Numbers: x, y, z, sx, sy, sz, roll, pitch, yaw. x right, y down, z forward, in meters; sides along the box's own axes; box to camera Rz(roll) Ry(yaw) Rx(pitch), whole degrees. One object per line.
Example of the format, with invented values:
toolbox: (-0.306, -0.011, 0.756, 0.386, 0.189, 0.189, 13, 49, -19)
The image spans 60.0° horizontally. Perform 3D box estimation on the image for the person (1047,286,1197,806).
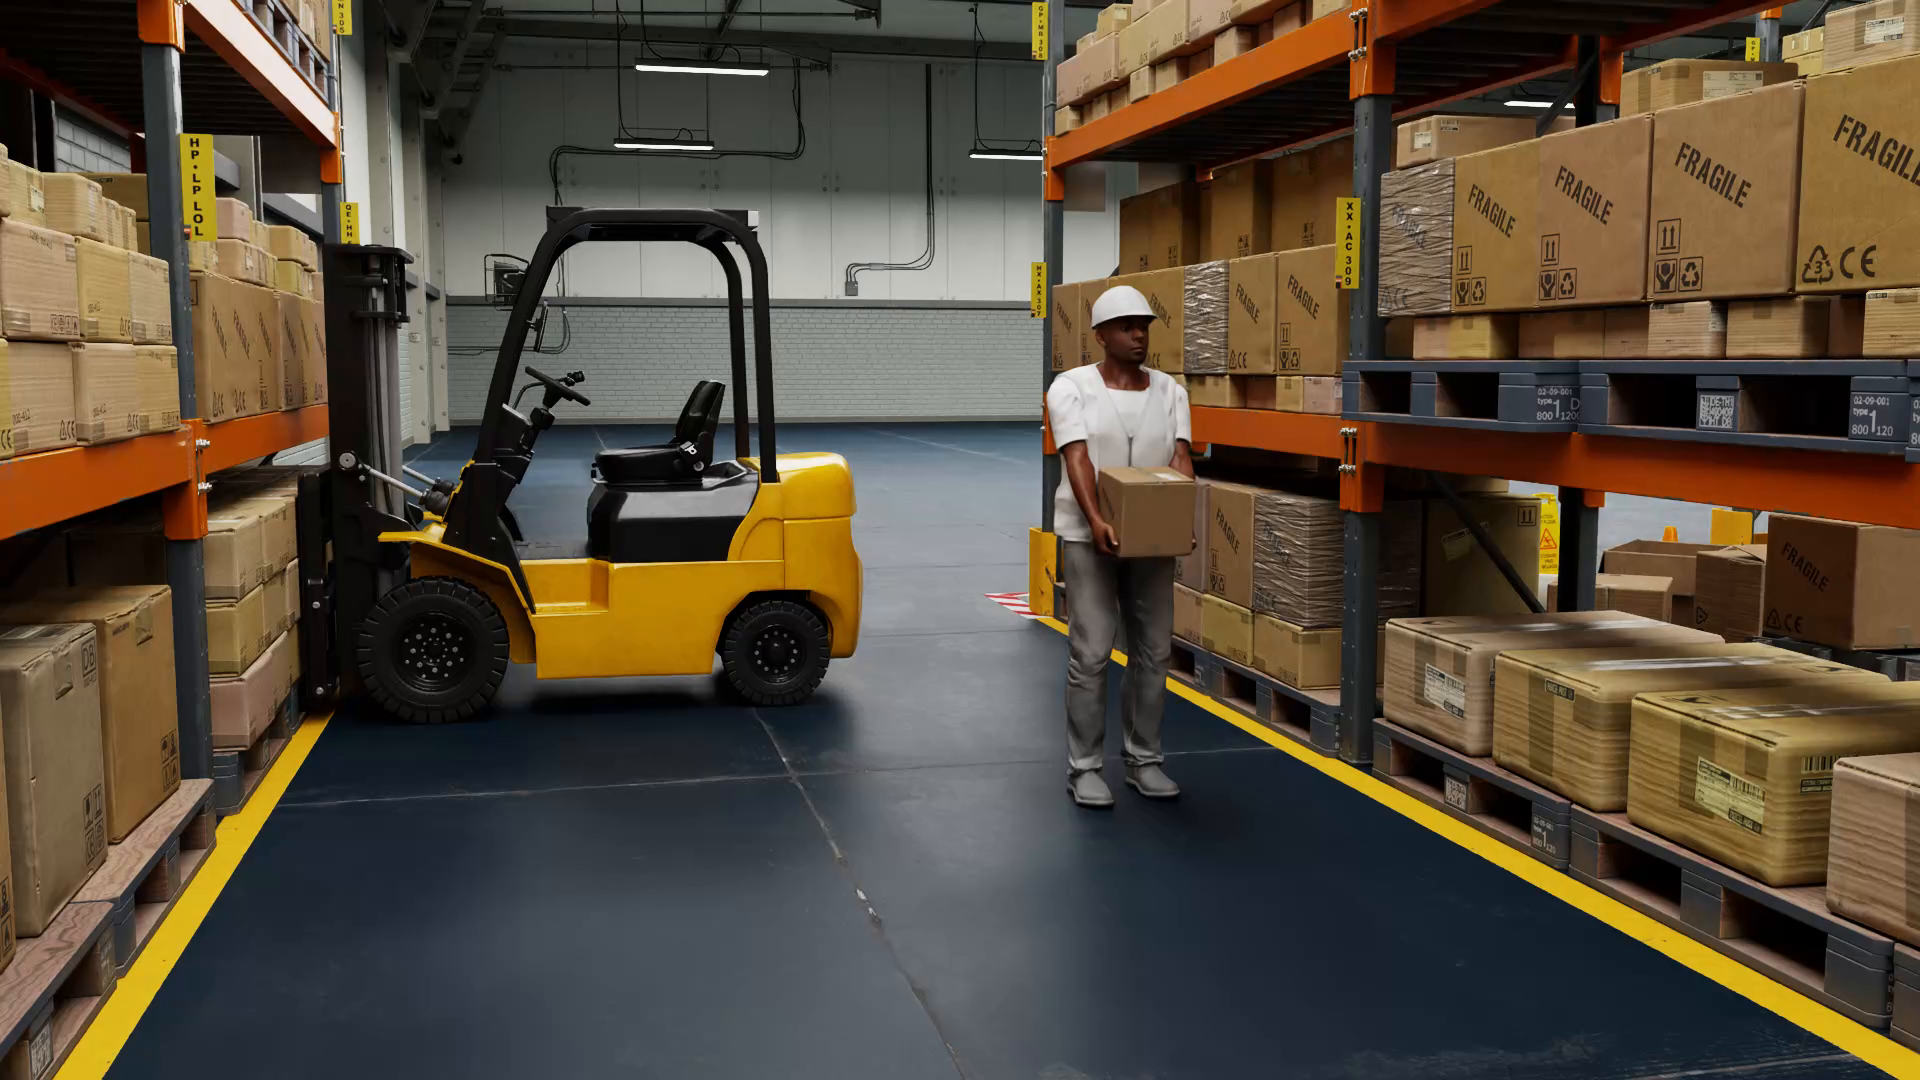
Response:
person: (0.579, 0.019, 5.675, 0.505, 1.763, 0.558, -2, 6, -14)
